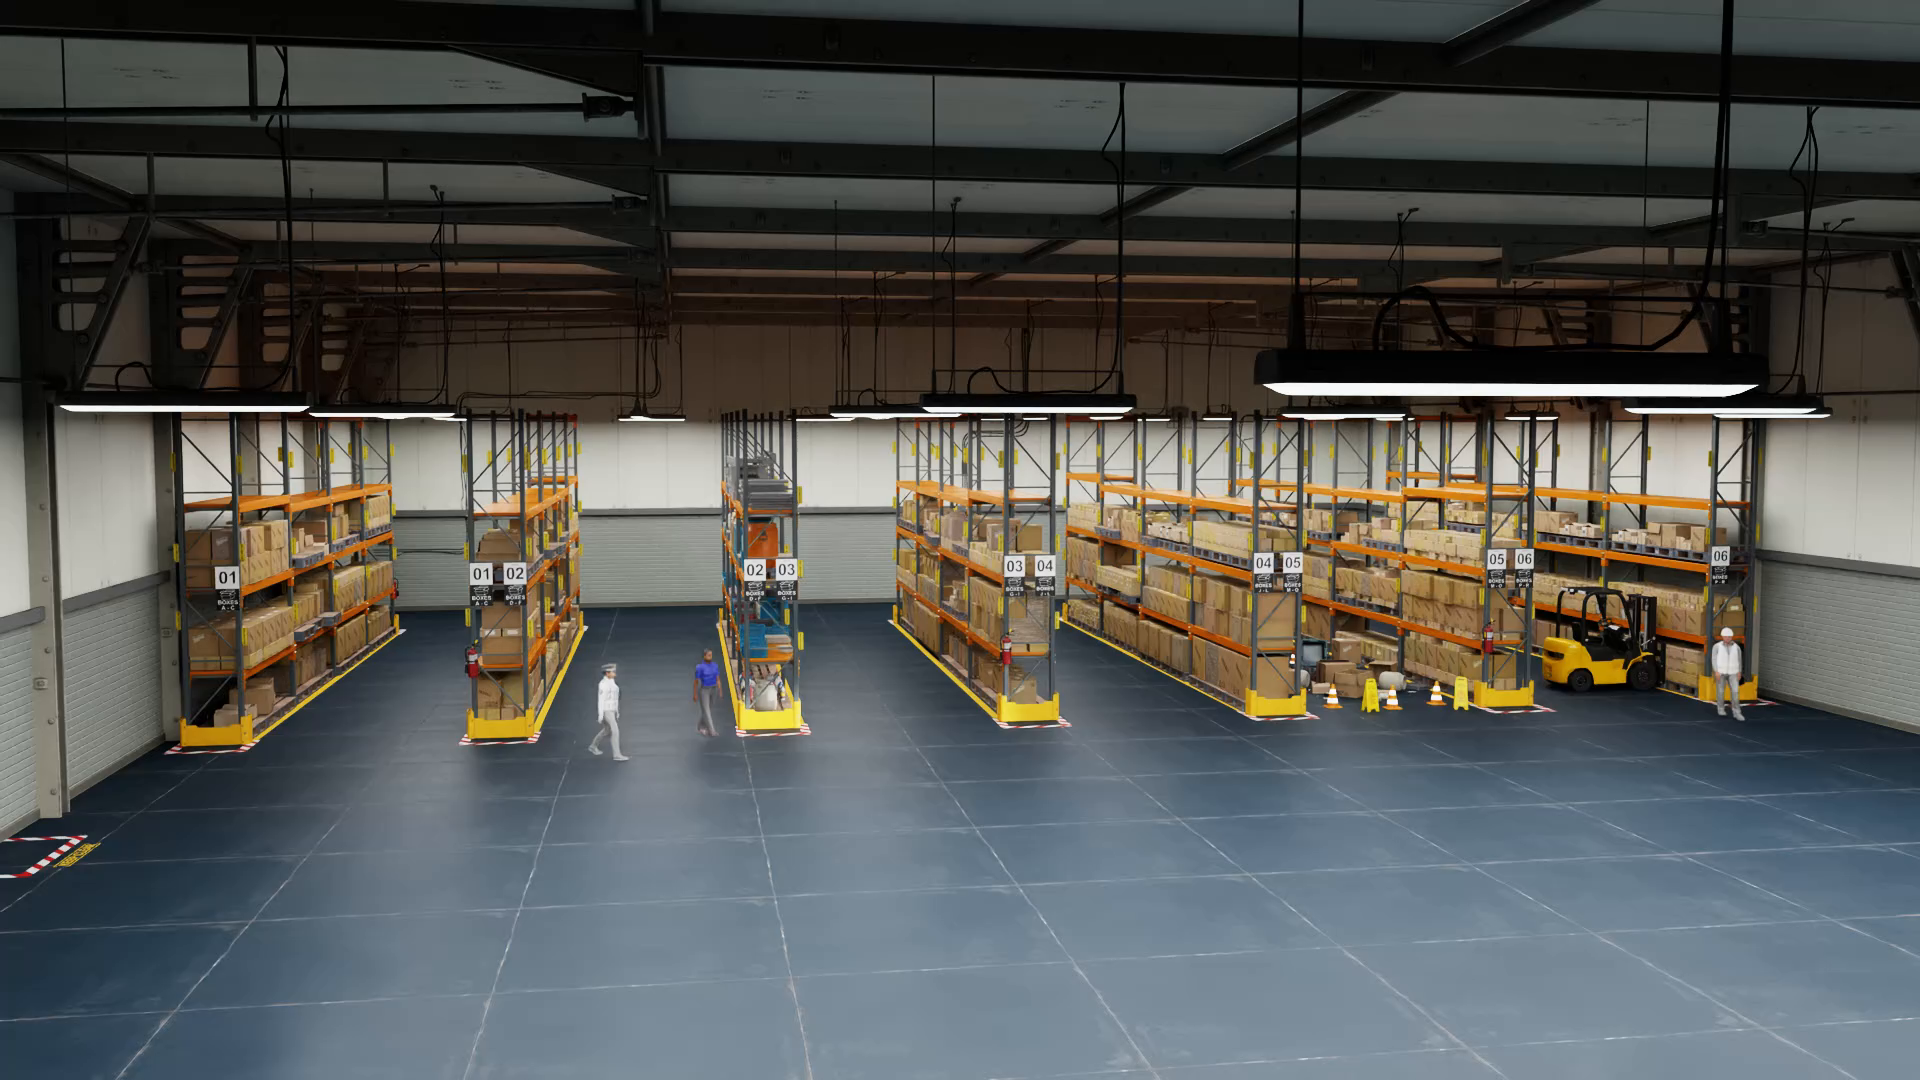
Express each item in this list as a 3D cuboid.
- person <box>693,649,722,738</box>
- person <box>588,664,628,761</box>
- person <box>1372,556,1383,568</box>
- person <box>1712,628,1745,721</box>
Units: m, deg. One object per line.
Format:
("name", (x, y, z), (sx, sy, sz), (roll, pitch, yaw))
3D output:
("person", (-4.556, 2.786, 30.280), (0.500, 1.607, 0.979), (-4, 6, -45))
("person", (-6.026, 2.921, 28.429), (0.857, 1.626, 0.498), (1, 4, 11))
("person", (13.062, 1.262, 51.826), (0.964, 1.690, 0.533), (-1, 4, -8))
("person", (14.906, 2.578, 32.280), (0.575, 1.735, 0.865), (1, 4, 19))
